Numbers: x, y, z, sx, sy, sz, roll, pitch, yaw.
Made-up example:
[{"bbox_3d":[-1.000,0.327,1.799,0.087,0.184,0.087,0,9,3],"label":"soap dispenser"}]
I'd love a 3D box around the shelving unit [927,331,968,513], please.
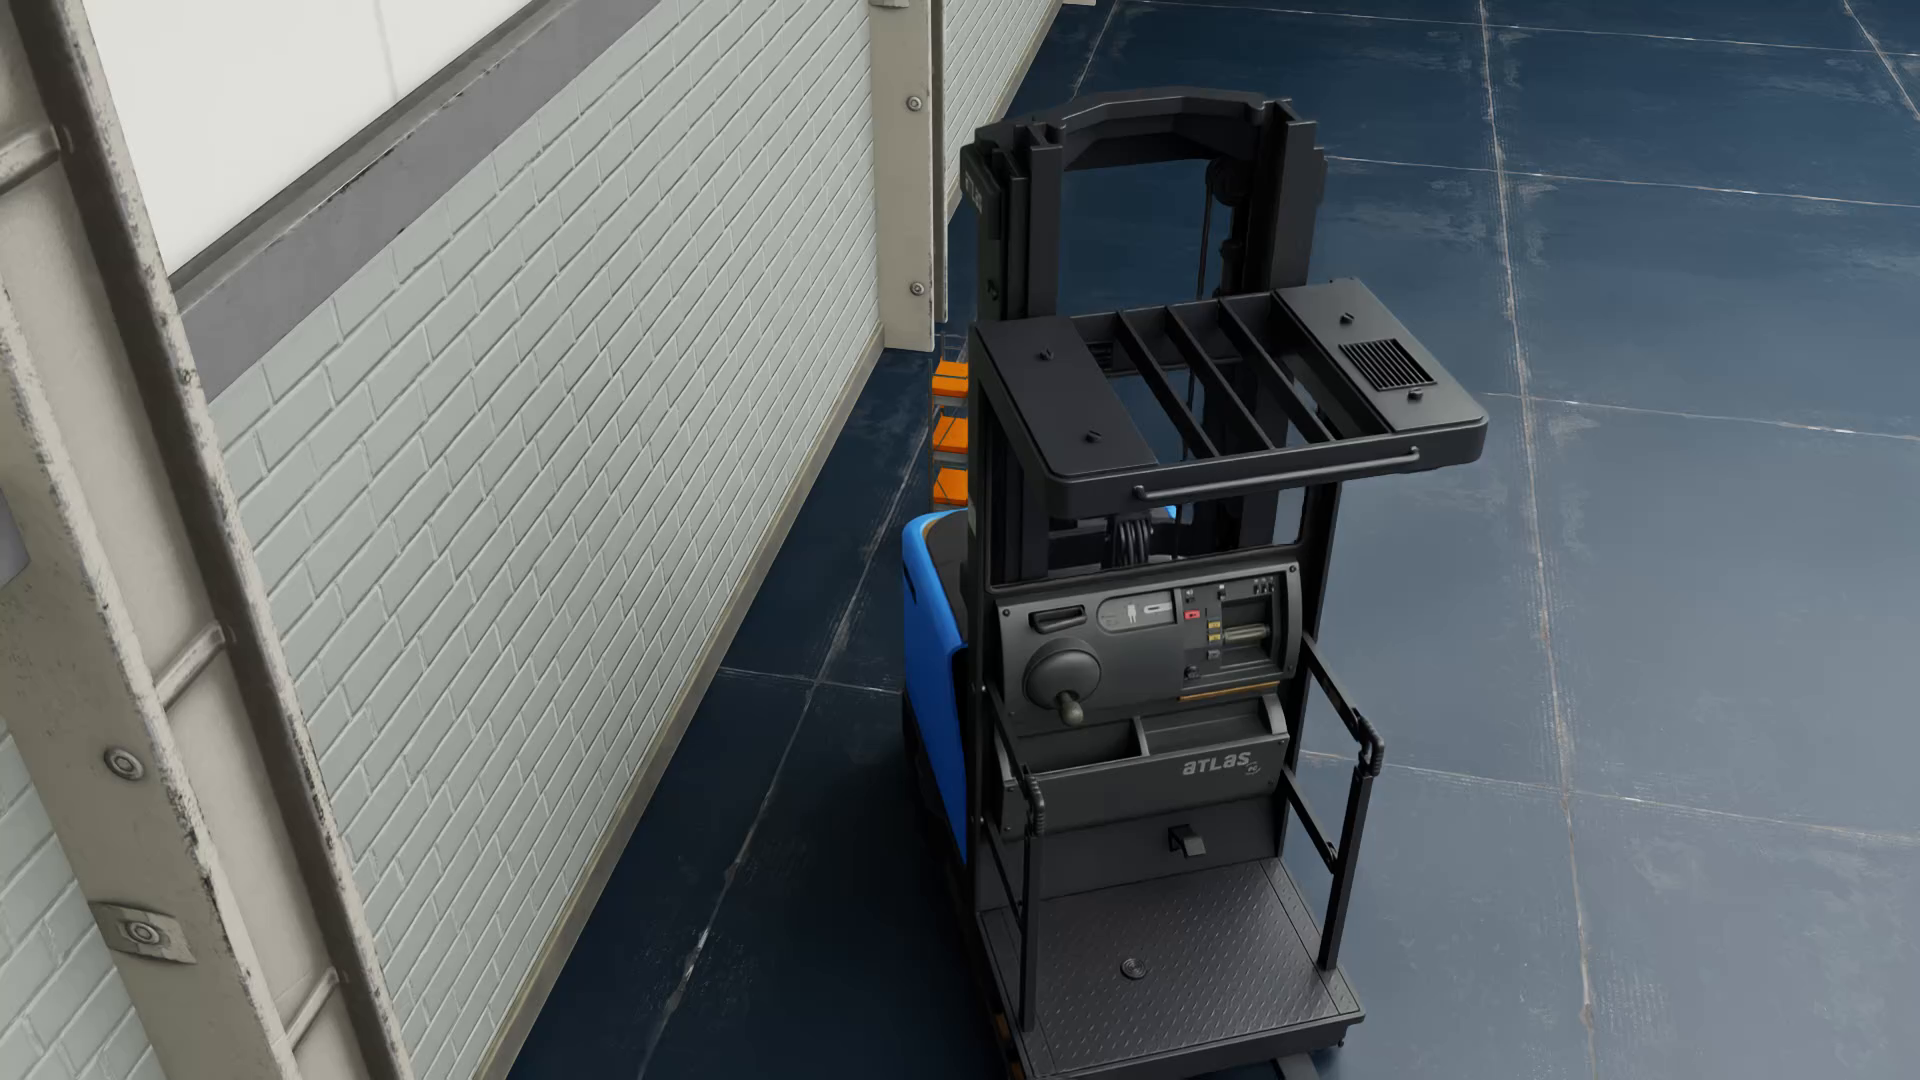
[{"bbox_3d":[-0.011,-0.394,7.400,0.215,1.050,0.252,7,37,10],"label":"shelving unit"}]

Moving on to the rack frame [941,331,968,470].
[{"bbox_3d":[0.015,-0.464,7.496,0.200,1.050,0.008,7,37,10],"label":"rack frame"}]

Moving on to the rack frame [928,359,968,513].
[{"bbox_3d":[-0.037,-0.324,7.303,0.200,1.050,0.008,7,37,10],"label":"rack frame"}]

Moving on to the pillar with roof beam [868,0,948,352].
[{"bbox_3d":[3.944,-4.275,5.980,9.100,9.000,0.400,7,37,10],"label":"pillar with roof beam"}]

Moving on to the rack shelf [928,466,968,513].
[{"bbox_3d":[-0.011,-0.161,7.569,0.215,0.259,0.240,7,37,10],"label":"rack shelf"}]

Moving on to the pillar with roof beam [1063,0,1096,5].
[{"bbox_3d":[5.225,-7.714,10.726,9.100,9.000,0.400,7,37,10],"label":"pillar with roof beam"}]

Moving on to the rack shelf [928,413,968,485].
[{"bbox_3d":[-0.011,-0.386,7.406,0.215,0.259,0.240,7,37,10],"label":"rack shelf"}]

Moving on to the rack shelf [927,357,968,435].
[{"bbox_3d":[-0.011,-0.616,7.239,0.215,0.259,0.240,7,37,10],"label":"rack shelf"}]

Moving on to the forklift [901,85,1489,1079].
[{"bbox_3d":[0.620,0.368,4.745,1.130,2.935,3.031,-8,37,-11],"label":"forklift"}]
